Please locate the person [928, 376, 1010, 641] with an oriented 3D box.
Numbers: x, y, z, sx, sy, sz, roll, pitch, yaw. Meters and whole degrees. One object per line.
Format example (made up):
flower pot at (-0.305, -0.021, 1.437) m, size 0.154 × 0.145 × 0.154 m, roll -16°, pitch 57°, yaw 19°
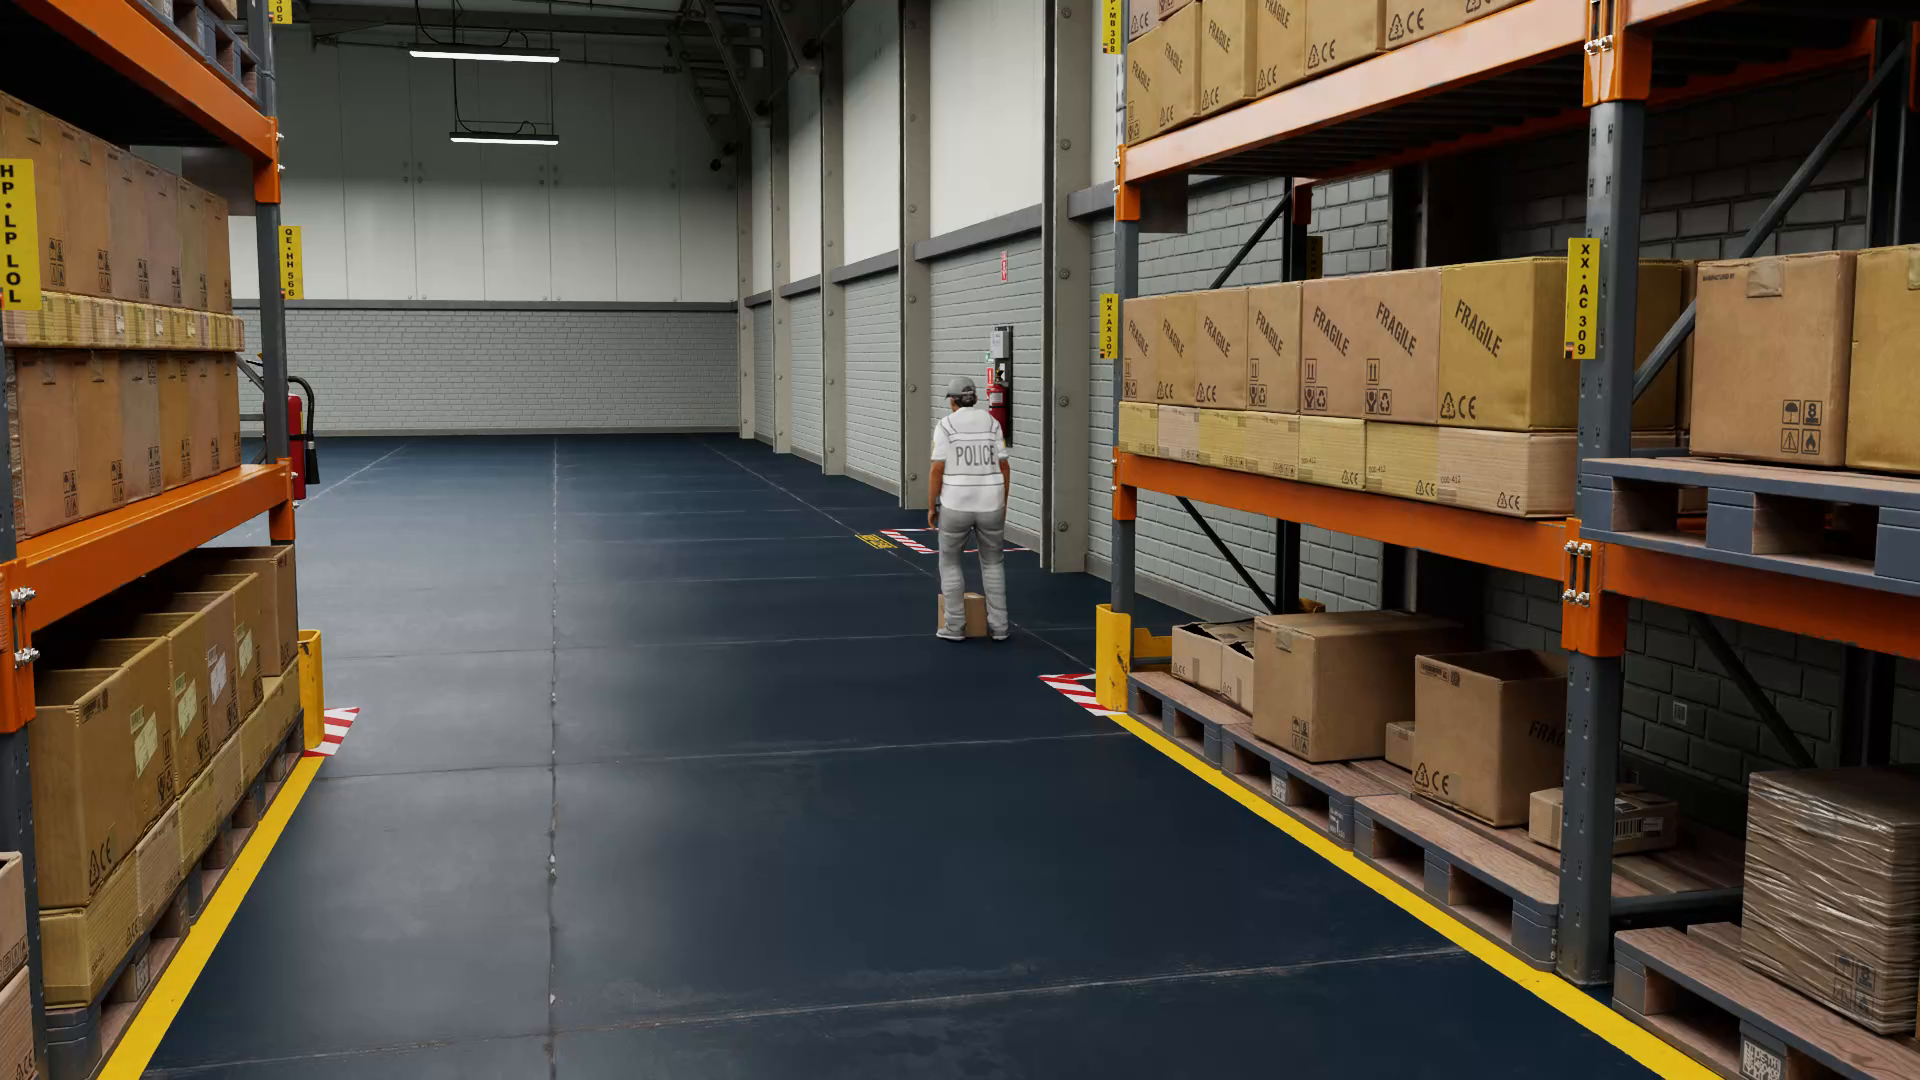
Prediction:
person at (0.064, -0.196, 10.443) m, size 0.564 × 1.666 × 0.466 m, roll -2°, pitch 7°, yaw -17°
